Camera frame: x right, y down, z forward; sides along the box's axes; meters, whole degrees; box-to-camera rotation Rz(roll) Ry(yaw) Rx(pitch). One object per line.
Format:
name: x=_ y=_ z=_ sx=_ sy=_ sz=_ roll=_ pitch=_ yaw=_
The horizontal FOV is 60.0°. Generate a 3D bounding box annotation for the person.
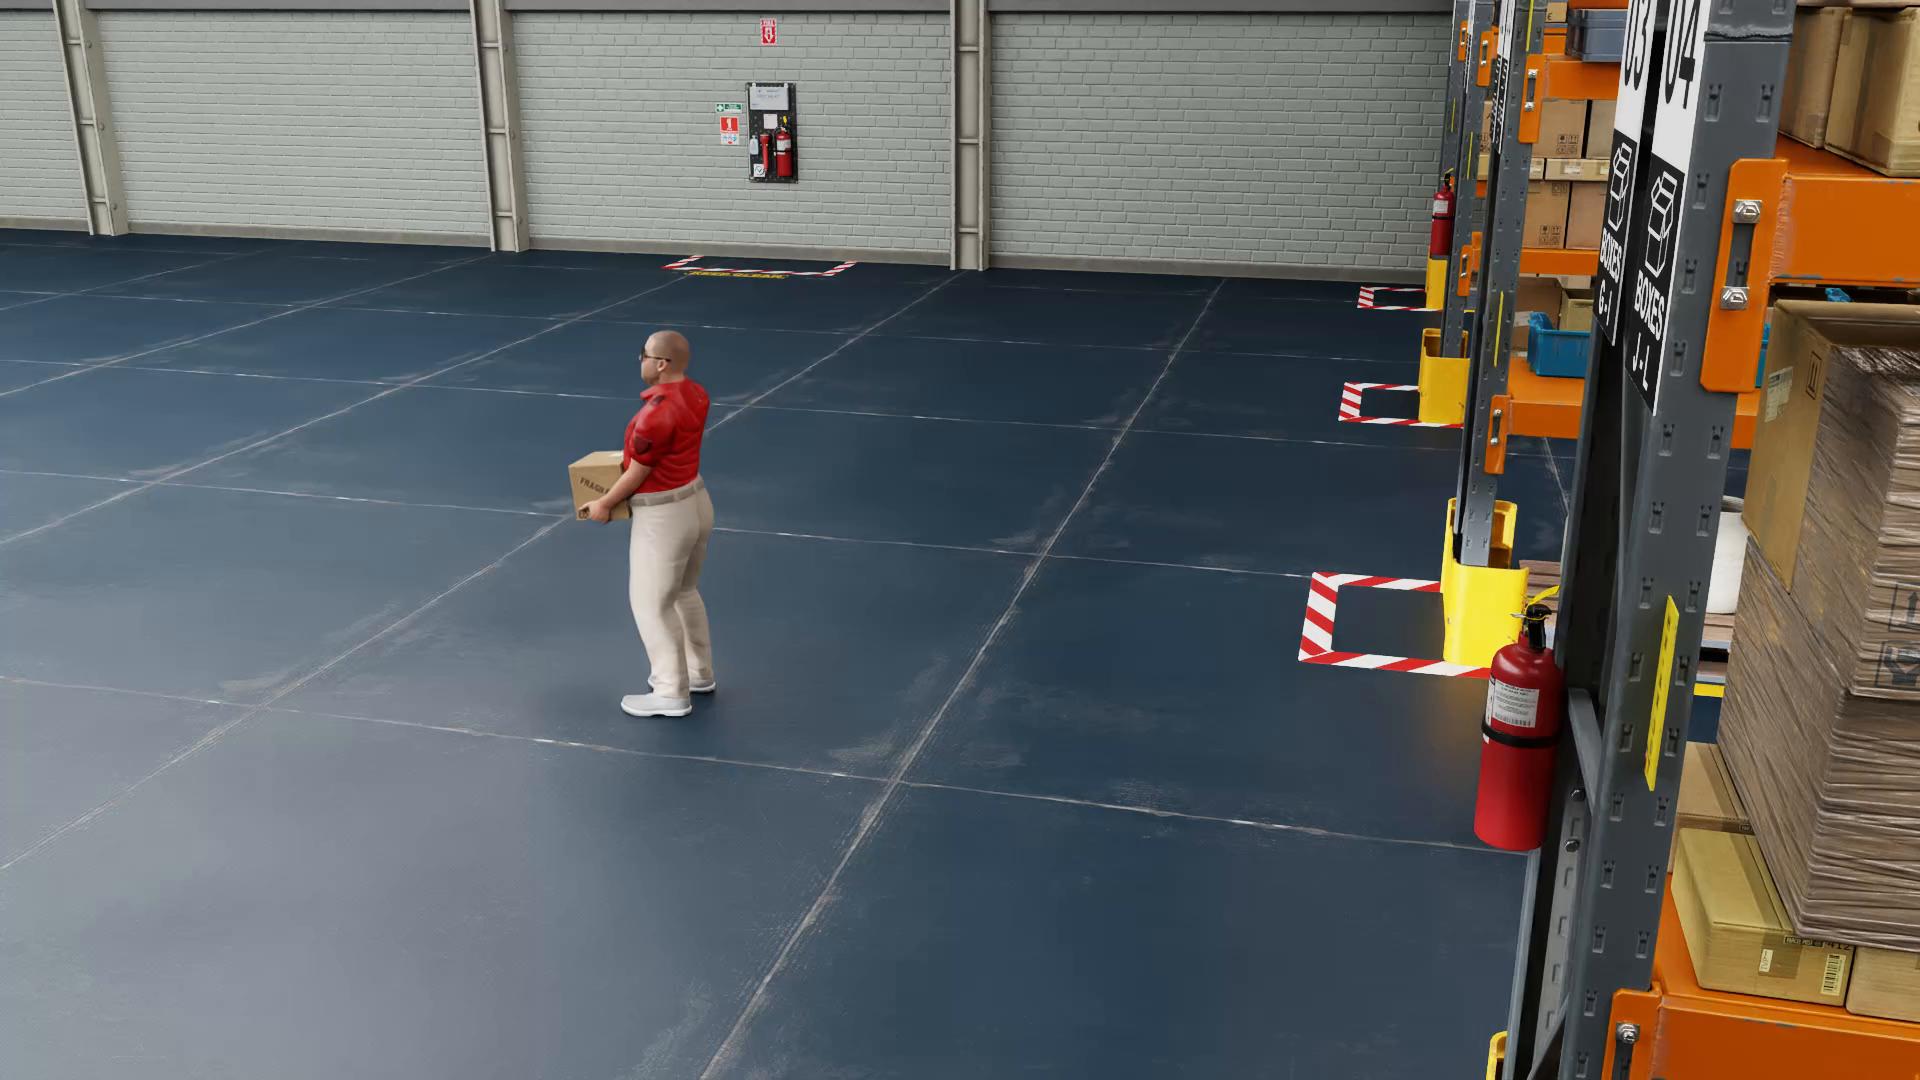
person: x=-1.305 y=-0.084 z=7.331 sx=0.390 sy=1.728 sz=0.570 roll=4 pitch=19 yaw=12
